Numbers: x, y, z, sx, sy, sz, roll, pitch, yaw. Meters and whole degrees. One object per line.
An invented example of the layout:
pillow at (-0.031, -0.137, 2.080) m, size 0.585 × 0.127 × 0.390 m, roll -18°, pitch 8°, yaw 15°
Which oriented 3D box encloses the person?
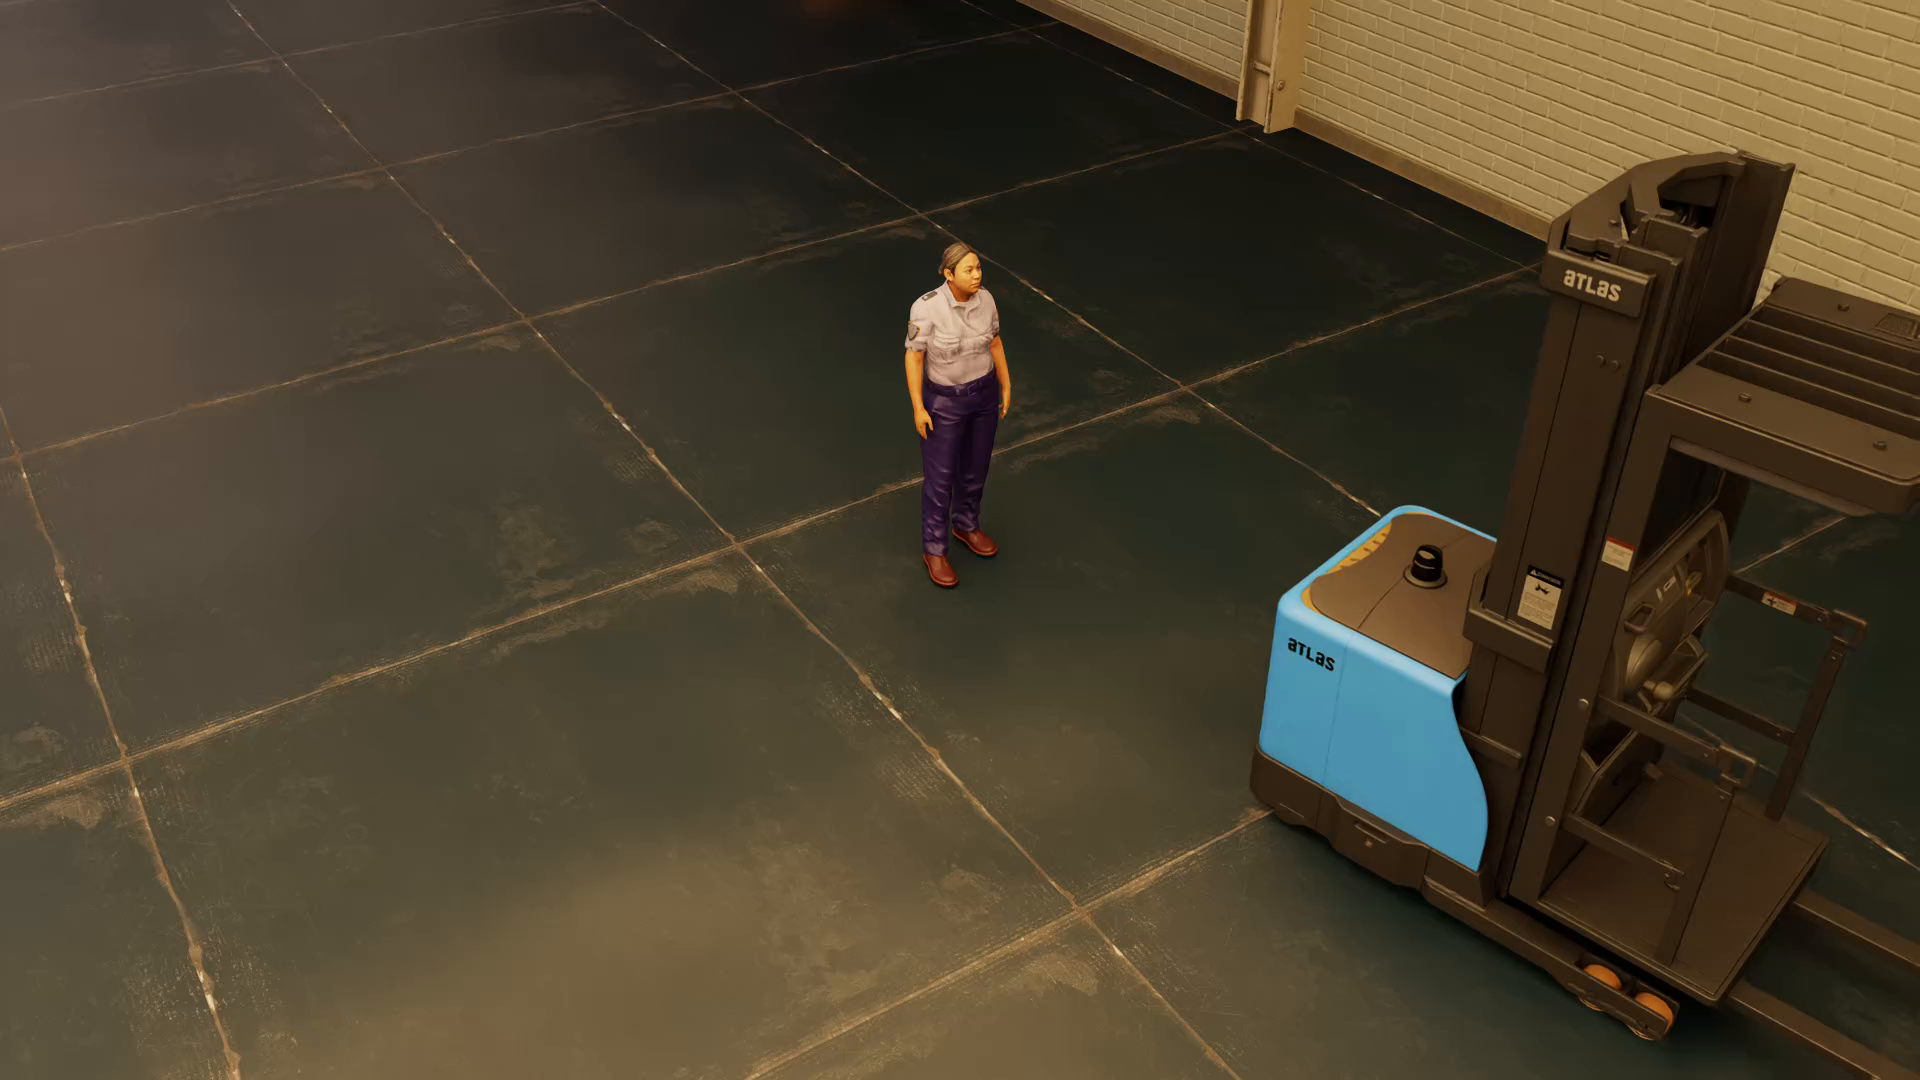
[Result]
person at (0.029, -0.631, 8.147) m, size 0.598 × 1.651 × 0.503 m, roll -21°, pitch 40°, yaw -27°

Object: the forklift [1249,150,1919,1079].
forklift at (2.653, 0.287, 5.739) m, size 3.031 × 2.935 × 1.130 m, roll 28°, pitch 44°, yaw 34°
